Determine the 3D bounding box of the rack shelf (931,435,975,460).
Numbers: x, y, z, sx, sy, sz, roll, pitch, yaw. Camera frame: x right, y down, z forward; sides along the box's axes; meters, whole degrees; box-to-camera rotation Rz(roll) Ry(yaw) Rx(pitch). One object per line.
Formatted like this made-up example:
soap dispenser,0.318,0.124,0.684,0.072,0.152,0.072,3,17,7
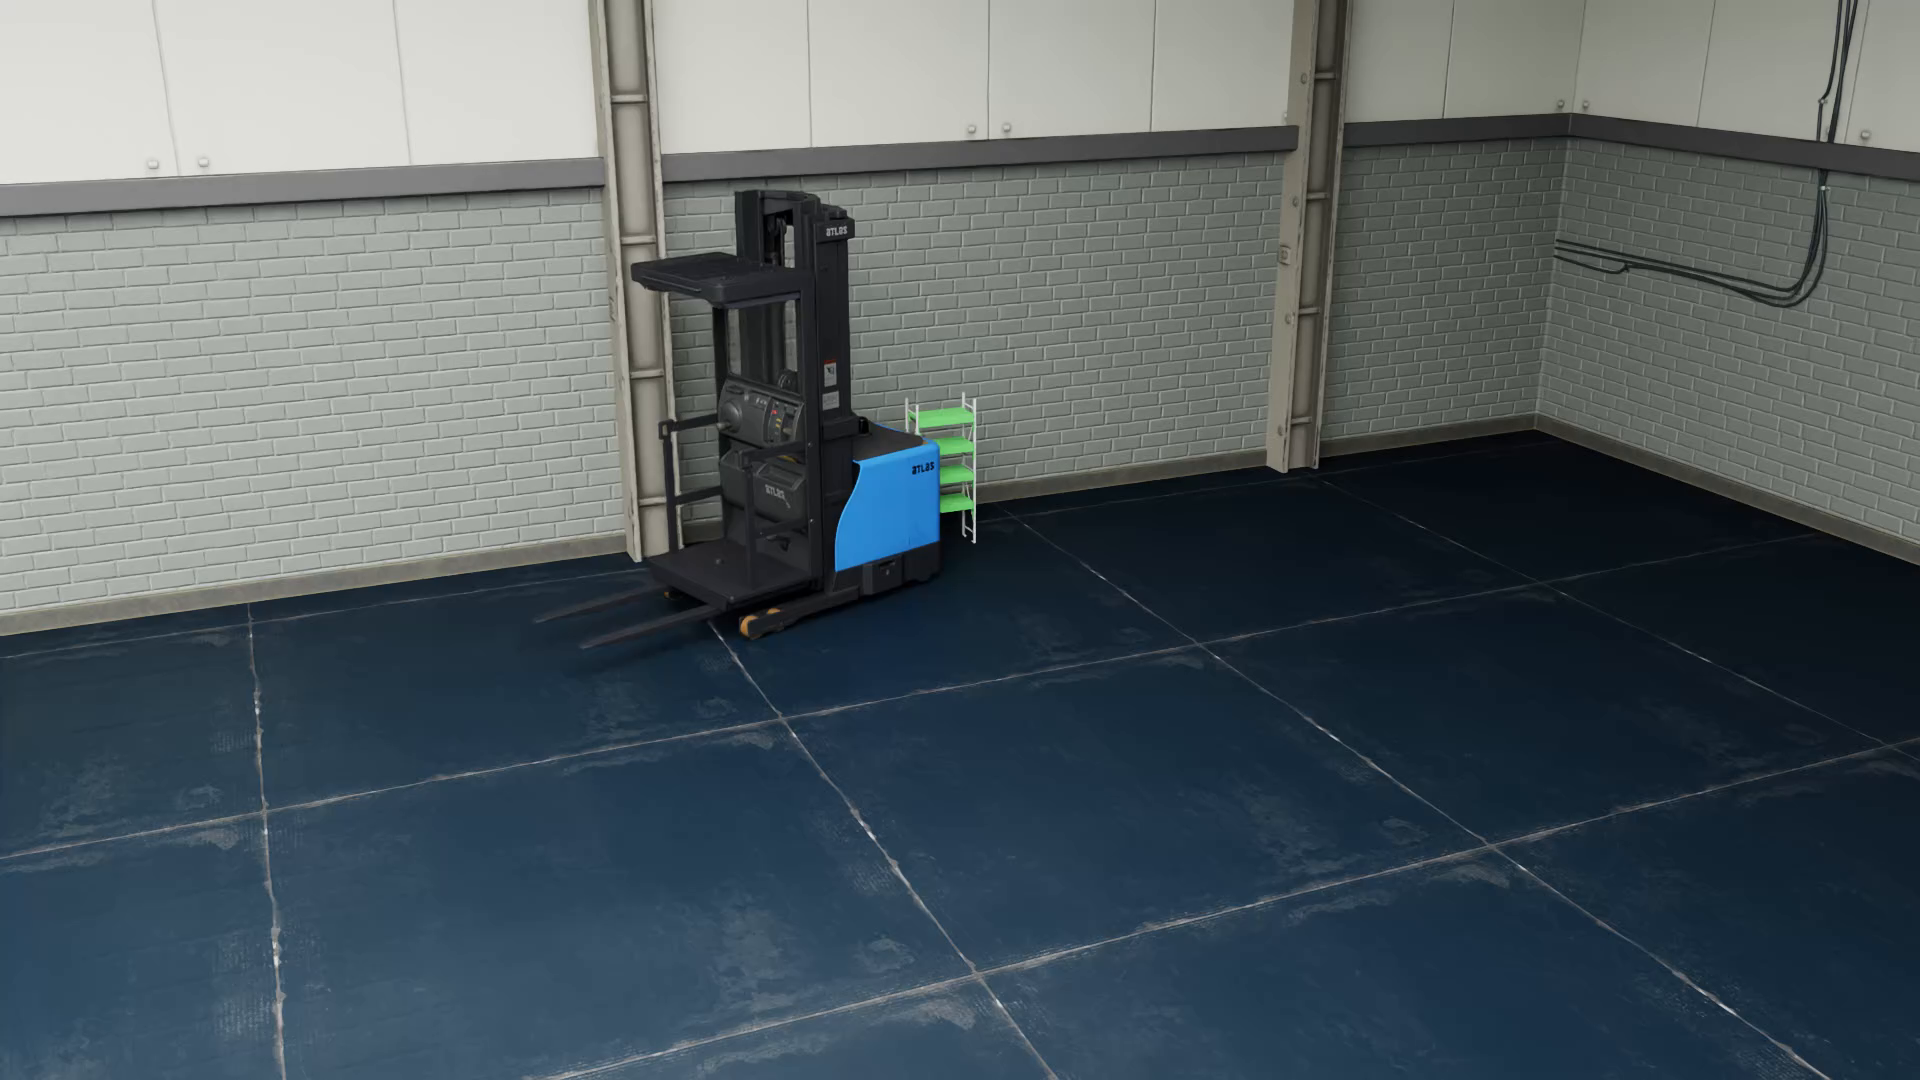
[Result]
rack shelf,-0.152,-0.710,13.202,0.480,0.148,0.258,-8,21,-22

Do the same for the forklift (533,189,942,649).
forklift,-1.566,-0.887,11.627,3.031,2.935,1.130,-17,25,-39

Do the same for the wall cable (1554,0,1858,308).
wall cable,6.314,-3.452,14.451,0.112,2.526,3.097,-8,21,-22

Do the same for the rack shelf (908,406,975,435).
rack shelf,-0.152,-0.937,13.123,0.480,0.148,0.258,-8,21,-22

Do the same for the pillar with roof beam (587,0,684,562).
pillar with roof beam,-0.719,-2.830,8.010,0.400,9.000,9.100,-8,21,-22

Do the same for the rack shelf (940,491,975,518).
rack shelf,-0.152,-0.258,13.362,0.480,0.148,0.258,-8,21,-22

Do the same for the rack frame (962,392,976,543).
rack frame,0.072,-0.576,13.352,0.015,1.200,0.240,-8,21,-22

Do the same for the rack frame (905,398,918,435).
rack frame,-0.376,-0.512,13.170,0.015,1.200,0.240,-8,21,-22

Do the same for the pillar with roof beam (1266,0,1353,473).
pillar with roof beam,4.790,-3.619,10.252,0.400,9.000,9.100,-8,21,-22

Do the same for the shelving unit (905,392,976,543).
shelving unit,-0.152,-0.544,13.261,0.503,1.200,0.258,-8,21,-22

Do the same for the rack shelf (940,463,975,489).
rack shelf,-0.152,-0.484,13.282,0.480,0.148,0.258,-8,21,-22
